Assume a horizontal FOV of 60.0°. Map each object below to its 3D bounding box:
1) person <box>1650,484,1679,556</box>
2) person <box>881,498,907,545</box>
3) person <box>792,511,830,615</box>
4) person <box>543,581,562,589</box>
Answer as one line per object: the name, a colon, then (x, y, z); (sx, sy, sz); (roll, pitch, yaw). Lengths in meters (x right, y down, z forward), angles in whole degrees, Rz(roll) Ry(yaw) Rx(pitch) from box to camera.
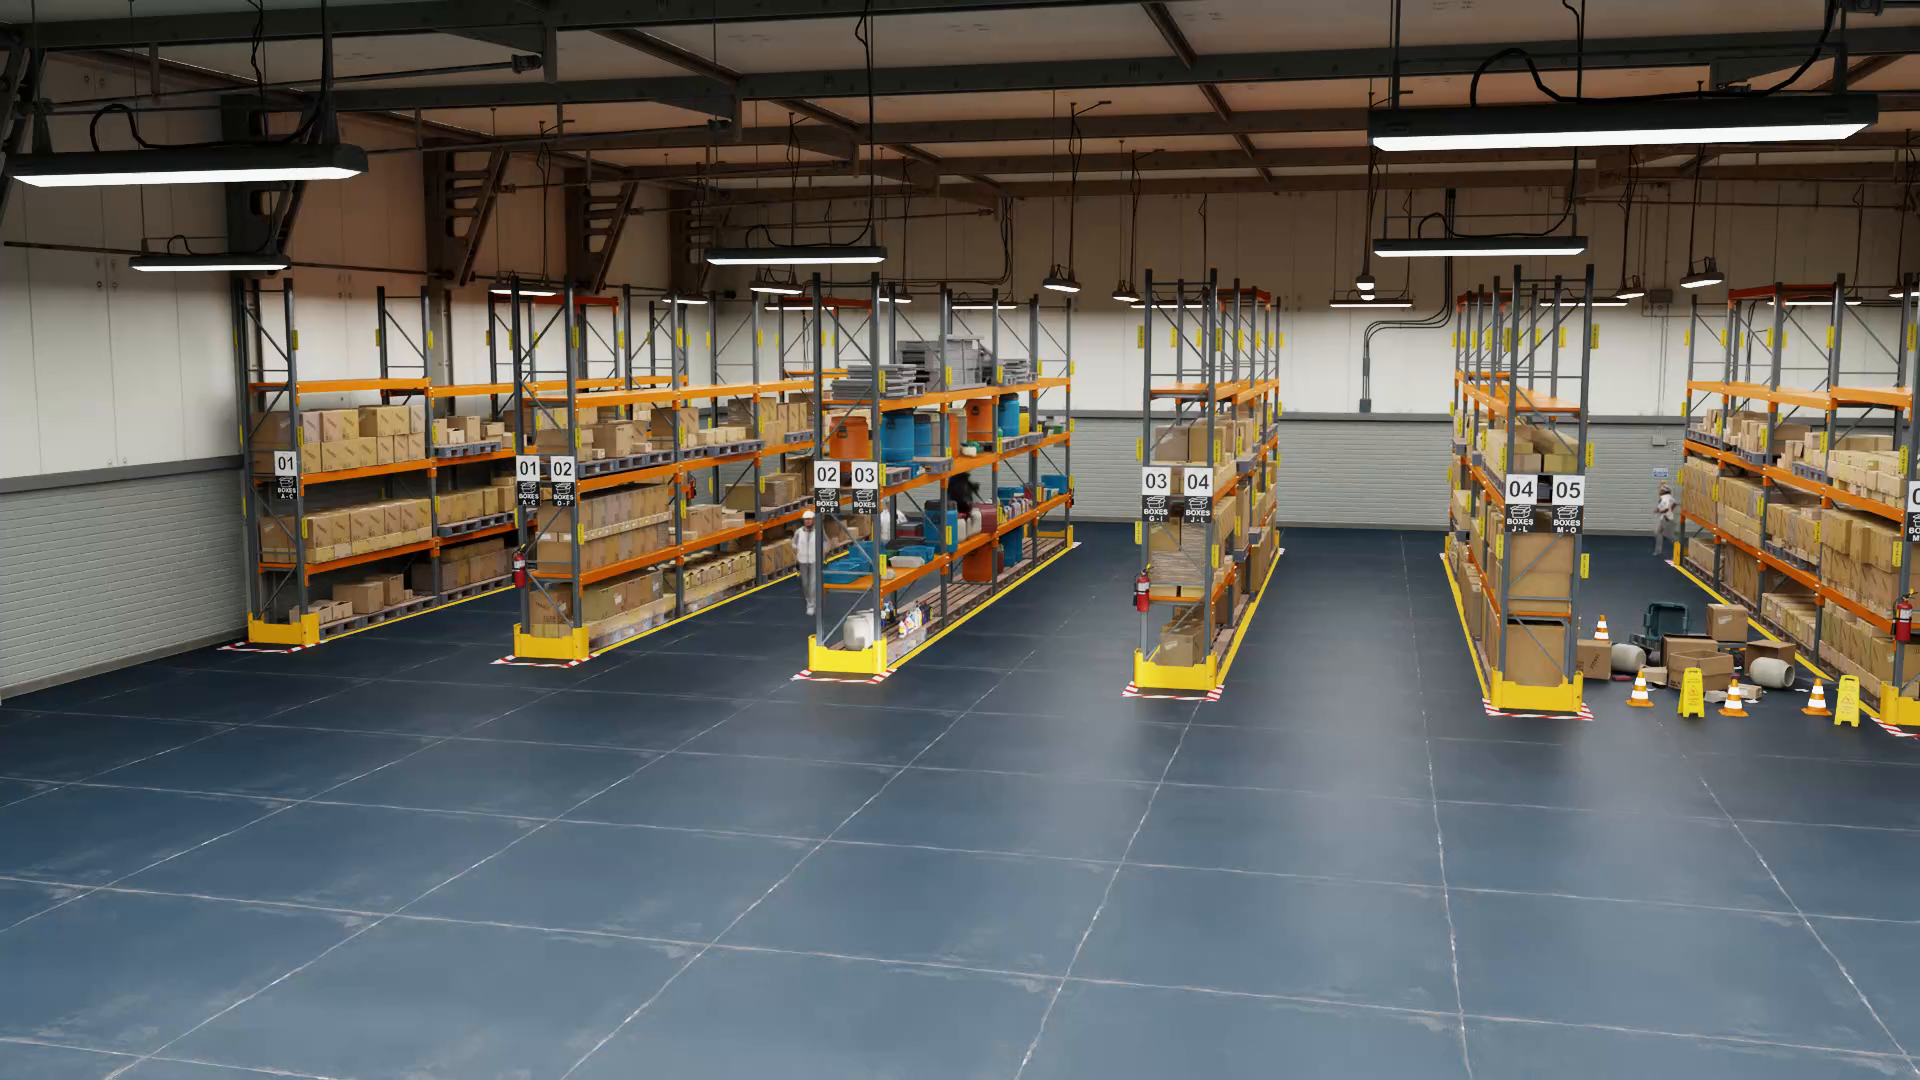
person: (16.386, -0.423, 38.381); (0.745, 1.745, 0.595); (2, 7, 18)
person: (-1.365, 0.029, 32.515); (0.591, 1.711, 0.576); (1, 7, 11)
person: (-2.603, 0.376, 28.928); (0.646, 1.795, 0.859); (1, 7, 5)
person: (-7.314, 0.531, 30.015); (0.593, 1.584, 0.604); (1, 7, 10)
